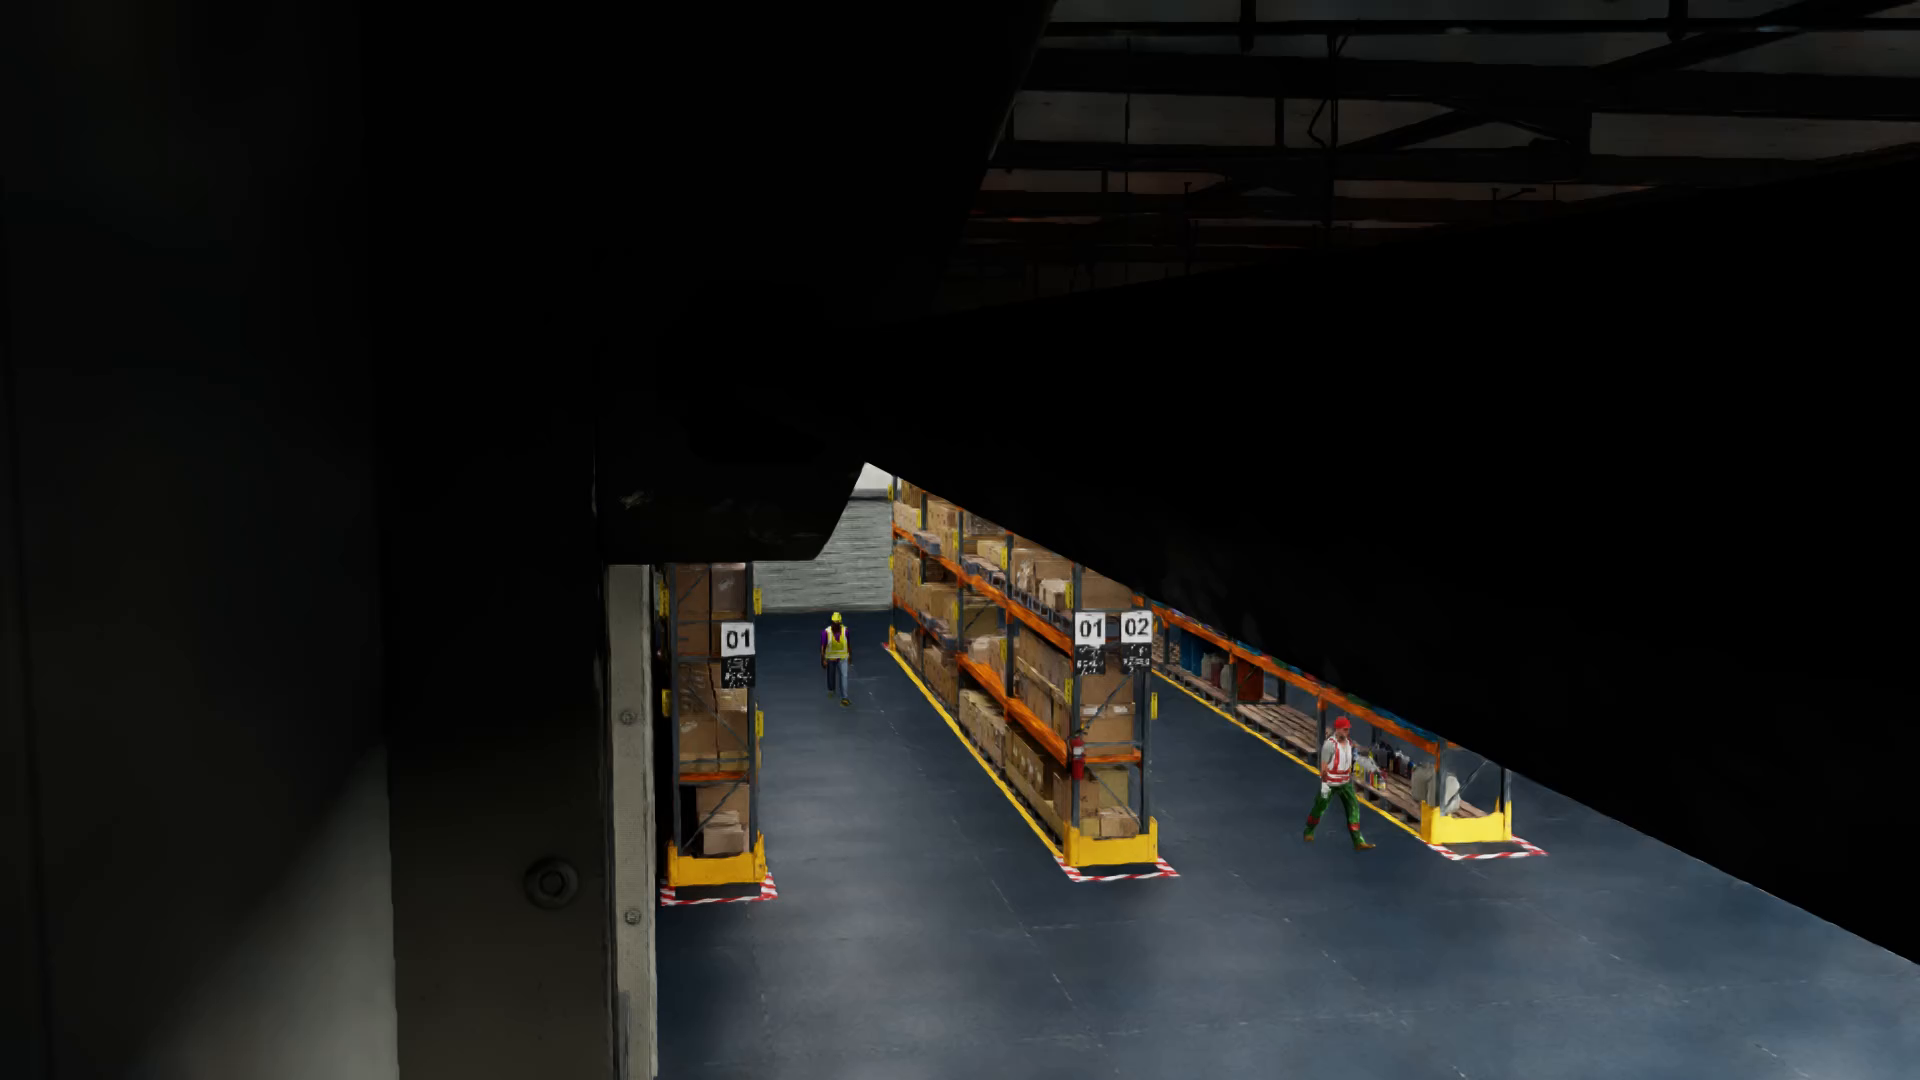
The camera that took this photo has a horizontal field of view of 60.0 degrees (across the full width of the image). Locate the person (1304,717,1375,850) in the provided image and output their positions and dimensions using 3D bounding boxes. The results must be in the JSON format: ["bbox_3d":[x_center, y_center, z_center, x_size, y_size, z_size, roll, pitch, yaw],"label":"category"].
[{"bbox_3d":[4.911,3.141,21.596,0.593,1.747,0.970,-4,7,-33],"label":"person"}]

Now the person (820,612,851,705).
[{"bbox_3d":[-2.291,2.162,30.718,0.577,1.691,1.121,-1,6,-8],"label":"person"}]
